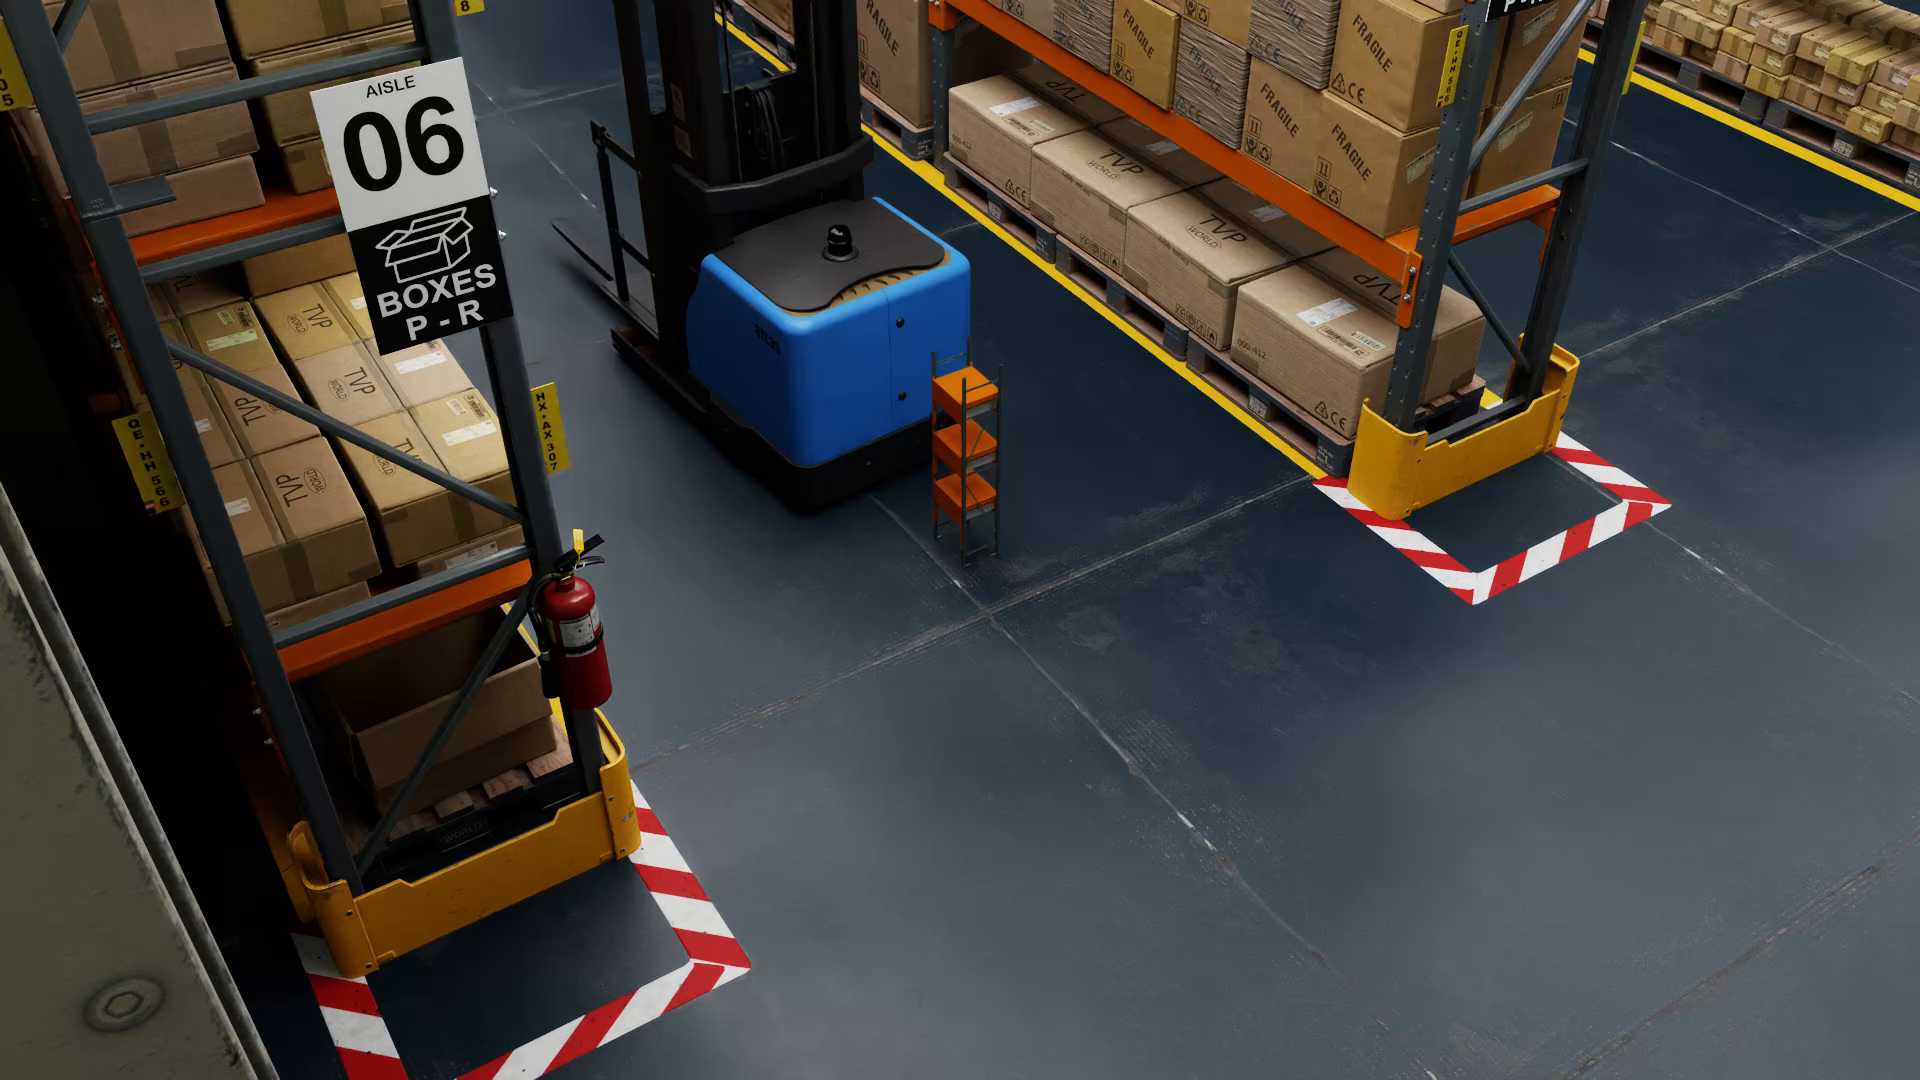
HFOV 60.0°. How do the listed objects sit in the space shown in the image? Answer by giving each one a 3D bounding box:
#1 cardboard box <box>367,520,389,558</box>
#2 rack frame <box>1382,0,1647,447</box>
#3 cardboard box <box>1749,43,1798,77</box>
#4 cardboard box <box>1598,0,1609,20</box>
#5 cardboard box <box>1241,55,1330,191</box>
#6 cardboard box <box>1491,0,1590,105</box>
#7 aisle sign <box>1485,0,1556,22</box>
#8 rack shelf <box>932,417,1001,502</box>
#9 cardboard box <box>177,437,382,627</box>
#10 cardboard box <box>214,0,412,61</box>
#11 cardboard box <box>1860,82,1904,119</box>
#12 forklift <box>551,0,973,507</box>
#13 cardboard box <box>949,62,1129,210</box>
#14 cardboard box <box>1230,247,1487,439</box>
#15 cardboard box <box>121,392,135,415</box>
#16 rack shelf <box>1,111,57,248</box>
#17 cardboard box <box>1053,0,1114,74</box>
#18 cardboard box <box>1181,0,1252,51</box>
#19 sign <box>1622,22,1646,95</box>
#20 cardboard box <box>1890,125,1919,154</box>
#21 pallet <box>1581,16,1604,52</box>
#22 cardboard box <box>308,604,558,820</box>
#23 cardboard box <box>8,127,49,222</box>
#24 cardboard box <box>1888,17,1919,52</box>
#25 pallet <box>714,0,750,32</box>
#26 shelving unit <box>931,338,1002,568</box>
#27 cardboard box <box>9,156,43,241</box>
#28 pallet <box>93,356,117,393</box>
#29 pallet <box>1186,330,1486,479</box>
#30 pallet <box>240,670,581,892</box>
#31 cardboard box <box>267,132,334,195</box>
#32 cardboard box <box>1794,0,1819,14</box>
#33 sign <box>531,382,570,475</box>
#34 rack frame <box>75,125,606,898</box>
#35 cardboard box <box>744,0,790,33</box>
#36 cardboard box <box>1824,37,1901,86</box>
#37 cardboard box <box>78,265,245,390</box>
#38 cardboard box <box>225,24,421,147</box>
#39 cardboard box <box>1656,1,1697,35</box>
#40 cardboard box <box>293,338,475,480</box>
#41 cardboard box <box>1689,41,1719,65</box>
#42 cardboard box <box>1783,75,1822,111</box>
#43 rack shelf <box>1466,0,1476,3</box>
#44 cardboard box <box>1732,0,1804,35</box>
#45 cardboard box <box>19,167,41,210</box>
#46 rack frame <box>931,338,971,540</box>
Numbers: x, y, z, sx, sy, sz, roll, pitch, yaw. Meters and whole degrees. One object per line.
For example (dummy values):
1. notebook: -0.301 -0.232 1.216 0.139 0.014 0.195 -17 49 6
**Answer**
1. cardboard box: -1.869 -0.121 5.809 0.380 0.149 0.250 -21 44 -23
2. rack frame: 2.435 -1.535 7.309 1.000 3.000 0.127 -22 45 -24
3. cardboard box: 5.460 -3.215 10.992 0.380 0.149 0.250 -22 44 -24
4. cardboard box: 4.828 -3.831 11.964 0.380 0.149 0.250 -23 45 -25
5. cardboard box: 1.695 -2.018 7.811 0.500 0.500 0.500 -23 45 -25
6. cardboard box: 2.417 -2.314 7.386 0.500 0.500 0.500 -23 45 -25
7. aisle sign: 2.212 -2.388 6.302 0.394 0.787 0.004 -22 45 -24
8. rack shelf: 0.029 -0.366 7.447 0.215 0.259 0.240 -22 45 -24
9. cardboard box: -2.219 -0.038 5.397 0.500 0.250 0.500 -21 44 -23
10. cardboard box: -1.775 -1.551 4.480 0.500 0.250 0.500 -23 45 -25
11. cardboard box: 5.935 -2.820 10.518 0.380 0.149 0.250 -23 45 -25
12. forklift: -1.218 -2.175 8.131 1.130 2.935 3.031 -25 46 -27
13. cardboard box: 0.531 -2.495 10.135 0.875 0.438 0.875 -23 45 -25
14. cardboard box: 1.996 -1.033 8.381 0.875 0.438 0.875 -24 45 -26
15. cardboard box: -2.907 -0.487 6.248 0.380 0.149 0.250 -22 45 -24
16. rack shelf: -4.974 -2.786 9.373 1.077 0.370 4.000 -22 45 -24
17. cardboard box: 0.845 -2.845 8.803 0.500 0.500 0.500 -22 45 -24
18. cardboard box: 1.406 -2.675 7.819 0.500 0.500 0.500 -22 45 -25
19. sign: 2.906 -2.085 7.232 0.100 0.325 0.005 -22 45 -24
20. cardboard box: 6.095 -2.572 10.452 0.380 0.149 0.250 -21 44 -24
21. pallet: 4.794 -4.030 12.483 1.003 0.211 1.213 -22 45 -24
22. cardboard box: -1.997 0.611 6.356 0.797 0.503 0.637 -24 45 -26
23. cardboard box: -3.860 -1.679 7.368 0.500 0.250 0.500 -23 45 -25
24. cardboard box: 6.282 -3.275 10.832 0.380 0.149 0.250 -22 45 -25
25. pallet: -1.506 -4.330 12.842 1.003 0.211 1.213 -22 45 -24
26. shelving unit: 0.029 -0.374 7.440 0.215 1.050 0.252 -22 45 -24
27. cardboard box: -4.955 -1.905 9.378 0.500 0.500 0.500 -24 46 -26
28. pallet: -4.368 -1.338 9.251 1.003 0.211 1.213 -22 45 -24
29. pallet: 1.939 -0.868 8.687 1.003 0.211 1.213 -22 45 -24
30. pallet: -2.218 0.776 6.714 1.003 0.211 1.213 -22 45 -24
31. cardboard box: -1.723 -1.132 4.679 0.380 0.149 0.250 -21 44 -24
32. cardboard box: 5.835 -3.691 11.331 0.380 0.149 0.250 -22 44 -24
33. sign: -1.291 -0.344 5.203 0.100 0.325 0.005 -22 45 -24
34. rack frame: -1.748 0.176 5.256 1.000 3.000 0.127 -22 45 -24
35. cardboard box: -1.089 -4.313 11.975 0.875 0.875 0.875 -22 44 -24
36. cardboard box: 5.723 -3.038 10.547 0.380 0.149 0.250 -23 45 -25
37. cardboard box: -3.039 -0.868 6.393 0.500 0.250 0.500 -22 45 -24
38. cardboard box: -1.756 -1.367 4.649 0.500 0.250 0.500 -23 45 -25
39. cardboard box: 5.055 -3.641 11.503 0.380 0.149 0.250 -23 45 -25
40. cardboard box: -2.036 -0.490 5.941 0.500 0.250 0.500 -22 44 -24
41. cardboard box: 5.266 -3.409 11.458 0.380 0.149 0.250 -21 44 -23
42. cardboard box: 5.659 -2.976 10.938 0.380 0.149 0.250 -22 44 -24
43. rack shelf: 1.360 -3.490 7.875 1.077 0.370 4.000 -22 45 -24
44. cardboard box: 5.398 -3.506 11.108 0.380 0.149 0.250 -24 45 -26
45. cardboard box: -4.784 -1.930 8.902 0.380 0.149 0.250 -24 46 -26
46. rack frame: -0.037 -0.440 7.519 0.200 1.050 0.008 -22 45 -24
